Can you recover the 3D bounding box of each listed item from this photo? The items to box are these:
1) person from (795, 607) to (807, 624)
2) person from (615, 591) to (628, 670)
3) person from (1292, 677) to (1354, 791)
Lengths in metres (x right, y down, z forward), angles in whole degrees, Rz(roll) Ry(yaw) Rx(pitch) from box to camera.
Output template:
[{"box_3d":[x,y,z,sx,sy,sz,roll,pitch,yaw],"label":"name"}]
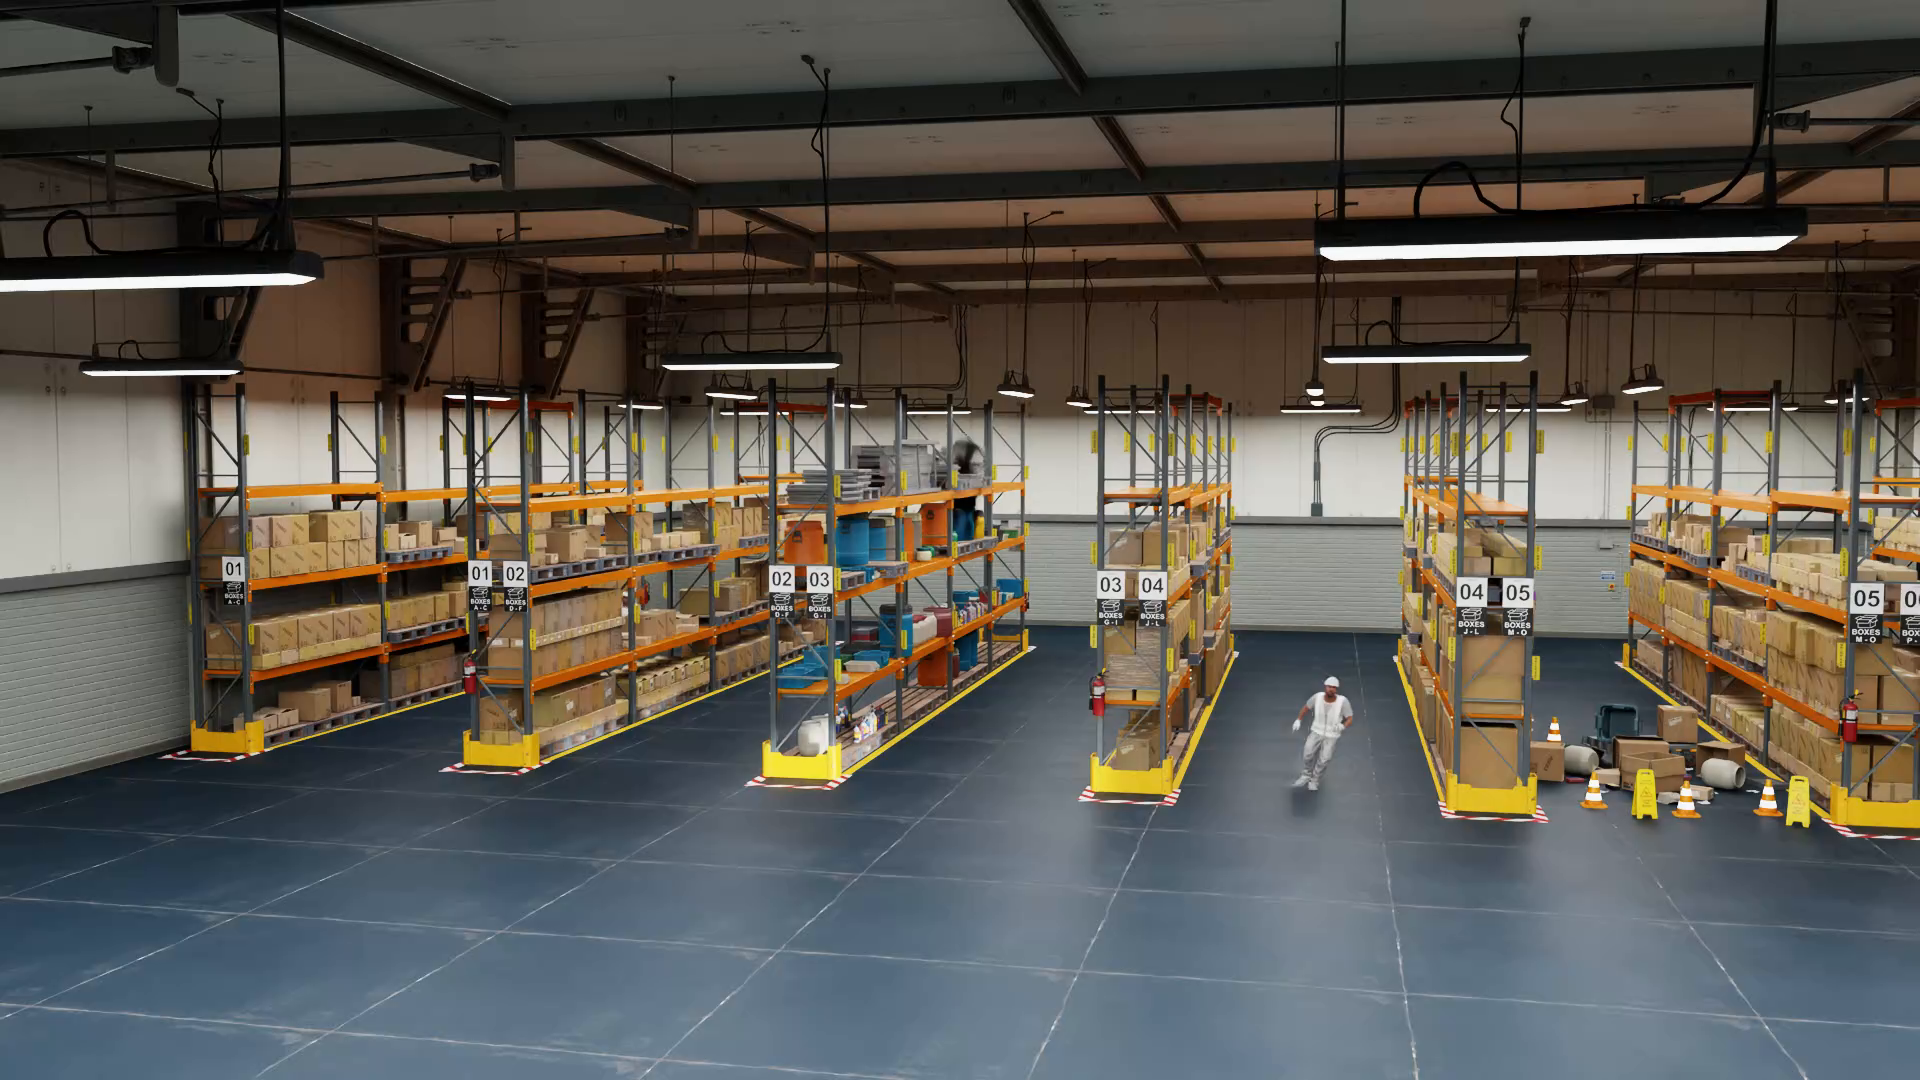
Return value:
[{"box_3d":[-4.137,1.587,44.627,0.708,1.802,1.044,-3,4,-39],"label":"person"},{"box_3d":[-7.468,2.020,36.793,0.697,1.789,0.720,0,3,3],"label":"person"},{"box_3d":[5.221,2.800,23.940,0.880,1.677,0.674,1,3,14],"label":"person"}]
